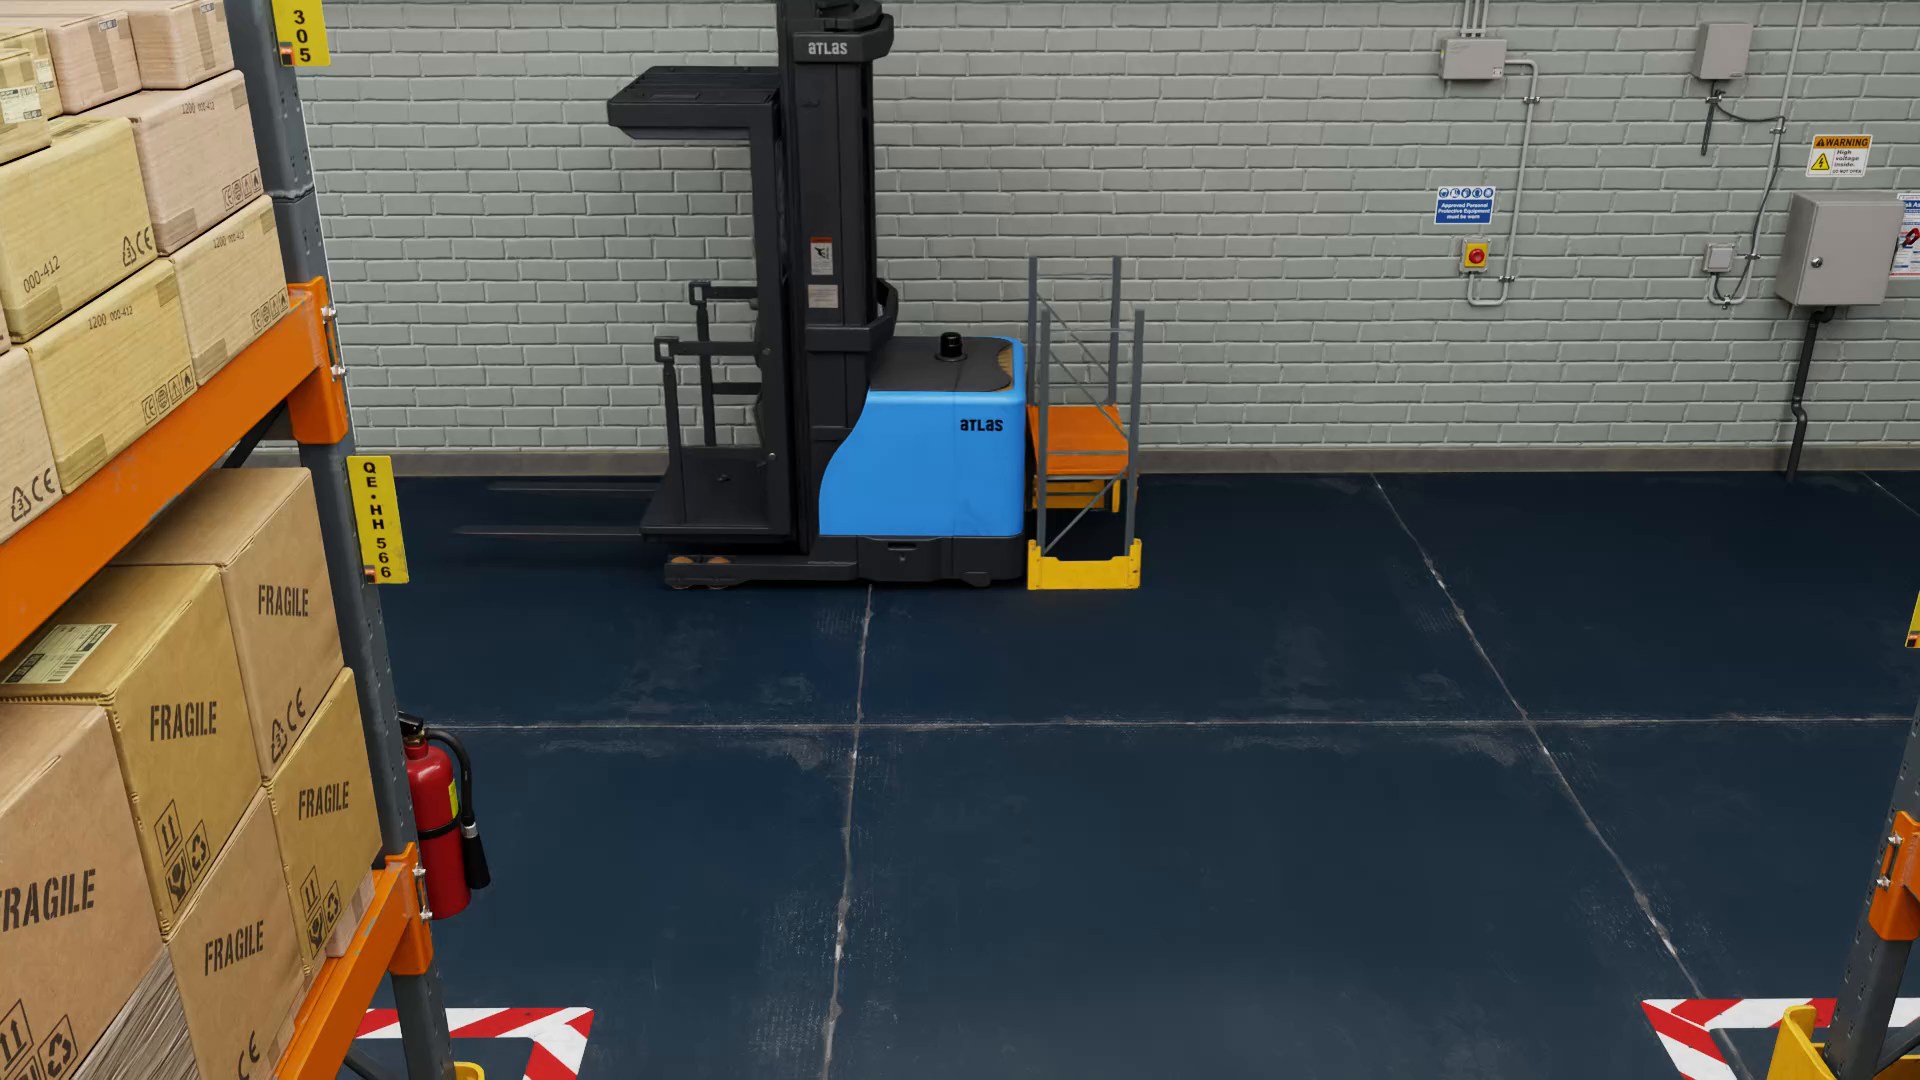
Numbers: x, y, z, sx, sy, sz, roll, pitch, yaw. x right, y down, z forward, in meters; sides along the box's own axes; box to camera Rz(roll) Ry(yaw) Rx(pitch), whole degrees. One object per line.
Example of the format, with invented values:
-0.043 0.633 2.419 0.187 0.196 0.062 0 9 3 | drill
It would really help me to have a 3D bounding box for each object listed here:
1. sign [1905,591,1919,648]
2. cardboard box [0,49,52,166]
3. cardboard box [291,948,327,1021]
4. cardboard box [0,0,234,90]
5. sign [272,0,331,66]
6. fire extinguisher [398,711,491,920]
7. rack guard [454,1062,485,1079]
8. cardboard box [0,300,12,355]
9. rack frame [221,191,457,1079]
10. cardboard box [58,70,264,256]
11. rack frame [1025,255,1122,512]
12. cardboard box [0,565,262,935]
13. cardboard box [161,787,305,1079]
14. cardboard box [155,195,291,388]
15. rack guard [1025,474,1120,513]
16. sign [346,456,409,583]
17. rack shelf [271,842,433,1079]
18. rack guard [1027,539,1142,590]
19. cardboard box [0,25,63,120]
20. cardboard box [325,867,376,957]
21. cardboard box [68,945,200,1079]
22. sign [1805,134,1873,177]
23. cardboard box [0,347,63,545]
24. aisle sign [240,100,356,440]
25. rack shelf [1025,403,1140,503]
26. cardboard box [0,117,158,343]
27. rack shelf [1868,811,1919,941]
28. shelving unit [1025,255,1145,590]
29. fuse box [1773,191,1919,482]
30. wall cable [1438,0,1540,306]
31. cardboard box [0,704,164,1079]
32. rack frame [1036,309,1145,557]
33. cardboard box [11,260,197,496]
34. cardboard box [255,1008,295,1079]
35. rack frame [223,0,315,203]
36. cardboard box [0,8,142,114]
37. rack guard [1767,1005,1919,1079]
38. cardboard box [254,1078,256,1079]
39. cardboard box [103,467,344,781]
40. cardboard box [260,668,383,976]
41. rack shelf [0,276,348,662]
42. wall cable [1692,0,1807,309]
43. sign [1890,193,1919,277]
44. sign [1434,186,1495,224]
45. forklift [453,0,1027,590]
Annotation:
2.467 0.126 4.184 0.100 0.325 0.005 0 24 -1 | sign
-1.610 -0.635 2.467 0.380 0.149 0.250 0 24 0 | cardboard box
-1.676 0.971 3.769 0.380 0.149 0.250 0 24 -1 | cardboard box
-1.630 -0.952 3.166 0.380 0.149 0.250 0 24 -1 | cardboard box
-1.372 -1.144 3.425 0.100 0.325 0.005 0 24 -1 | sign
-1.468 0.720 4.565 0.296 0.674 0.183 0 24 -1 | fire extinguisher
-1.926 1.791 4.684 1.175 0.500 0.348 0 24 -1 | rack guard
-1.658 -0.295 2.198 0.500 0.250 0.500 0 24 0 | cardboard box
-1.927 0.621 4.238 1.000 3.000 0.127 0 24 -1 | rack frame
-1.668 -0.717 3.131 0.500 0.250 0.500 -1 24 -2 | cardboard box
0.626 -0.854 9.318 0.500 1.500 0.032 0 24 -1 | rack frame
-1.668 0.380 3.074 0.500 0.500 0.500 -1 24 -2 | cardboard box
-1.664 0.836 3.280 0.500 0.500 0.500 -1 24 -1 | cardboard box
-1.657 -0.492 3.239 0.500 0.250 0.500 -1 24 -2 | cardboard box
0.626 -0.284 9.575 0.587 0.250 0.087 0 24 -1 | rack guard
-1.372 -0.045 3.922 0.100 0.325 0.005 0 24 -1 | sign
-1.905 1.772 2.564 1.077 0.370 4.000 0 24 -1 | rack shelf
0.646 0.126 8.667 0.587 0.250 0.087 0 24 -1 | rack guard
-1.721 -0.744 2.706 0.380 0.149 0.250 -1 24 -2 | cardboard box
-1.641 0.868 3.996 0.380 0.149 0.250 0 24 0 | cardboard box
-1.649 1.045 2.818 0.500 0.500 0.500 0 24 0 | cardboard box
4.981 -2.177 9.422 0.339 0.242 0.001 0 24 -1 | sign
-1.653 -0.077 2.322 0.500 0.250 0.500 1 24 2 | cardboard box
-1.628 -0.595 3.772 0.394 0.787 0.004 0 24 -1 | aisle sign
0.636 -0.481 8.929 0.538 0.185 1.000 0 24 -1 | rack shelf
-1.661 -0.506 2.665 0.500 0.250 0.500 -1 24 -2 | cardboard box
3.043 1.709 2.705 1.077 0.370 4.000 0 24 -1 | rack shelf
0.636 -0.648 8.864 0.587 1.500 1.083 0 24 -1 | shelving unit
5.039 -1.129 9.670 0.539 1.711 0.414 0 24 -1 | fuse box
2.937 -2.244 9.301 0.585 1.953 0.123 0 24 -1 | wall cable
-1.653 0.594 2.600 0.500 0.500 0.500 1 24 2 | cardboard box
0.646 -0.435 8.392 0.500 1.500 0.032 0 24 -1 | rack frame
-1.645 -0.281 2.774 0.500 0.250 0.500 0 24 0 | cardboard box
-1.658 1.074 3.540 0.380 0.149 0.250 0 24 -1 | cardboard box
-1.927 -2.113 3.002 1.000 3.000 0.127 0 24 -1 | rack frame
-1.703 -0.850 2.940 0.380 0.149 0.250 0 24 0 | cardboard box
3.021 1.686 4.916 1.175 0.500 0.348 0 24 -1 | rack guard
-1.632 1.179 3.308 0.380 0.149 0.250 0 24 1 | cardboard box
-1.673 0.171 3.536 0.500 0.500 0.500 -1 24 -2 | cardboard box
-1.665 0.623 3.749 0.500 0.500 0.500 0 24 1 | cardboard box
-1.905 0.406 1.946 1.077 0.370 4.000 0 24 -1 | rack shelf
4.355 -2.241 9.332 0.588 1.984 0.122 0 24 -1 | wall cable
5.531 -1.760 9.618 0.329 0.494 0.001 0 24 -1 | sign
2.888 -1.915 9.516 0.327 0.218 0.001 0 24 -1 | sign
-1.163 -1.294 8.554 3.031 2.935 1.130 1 24 1 | forklift
